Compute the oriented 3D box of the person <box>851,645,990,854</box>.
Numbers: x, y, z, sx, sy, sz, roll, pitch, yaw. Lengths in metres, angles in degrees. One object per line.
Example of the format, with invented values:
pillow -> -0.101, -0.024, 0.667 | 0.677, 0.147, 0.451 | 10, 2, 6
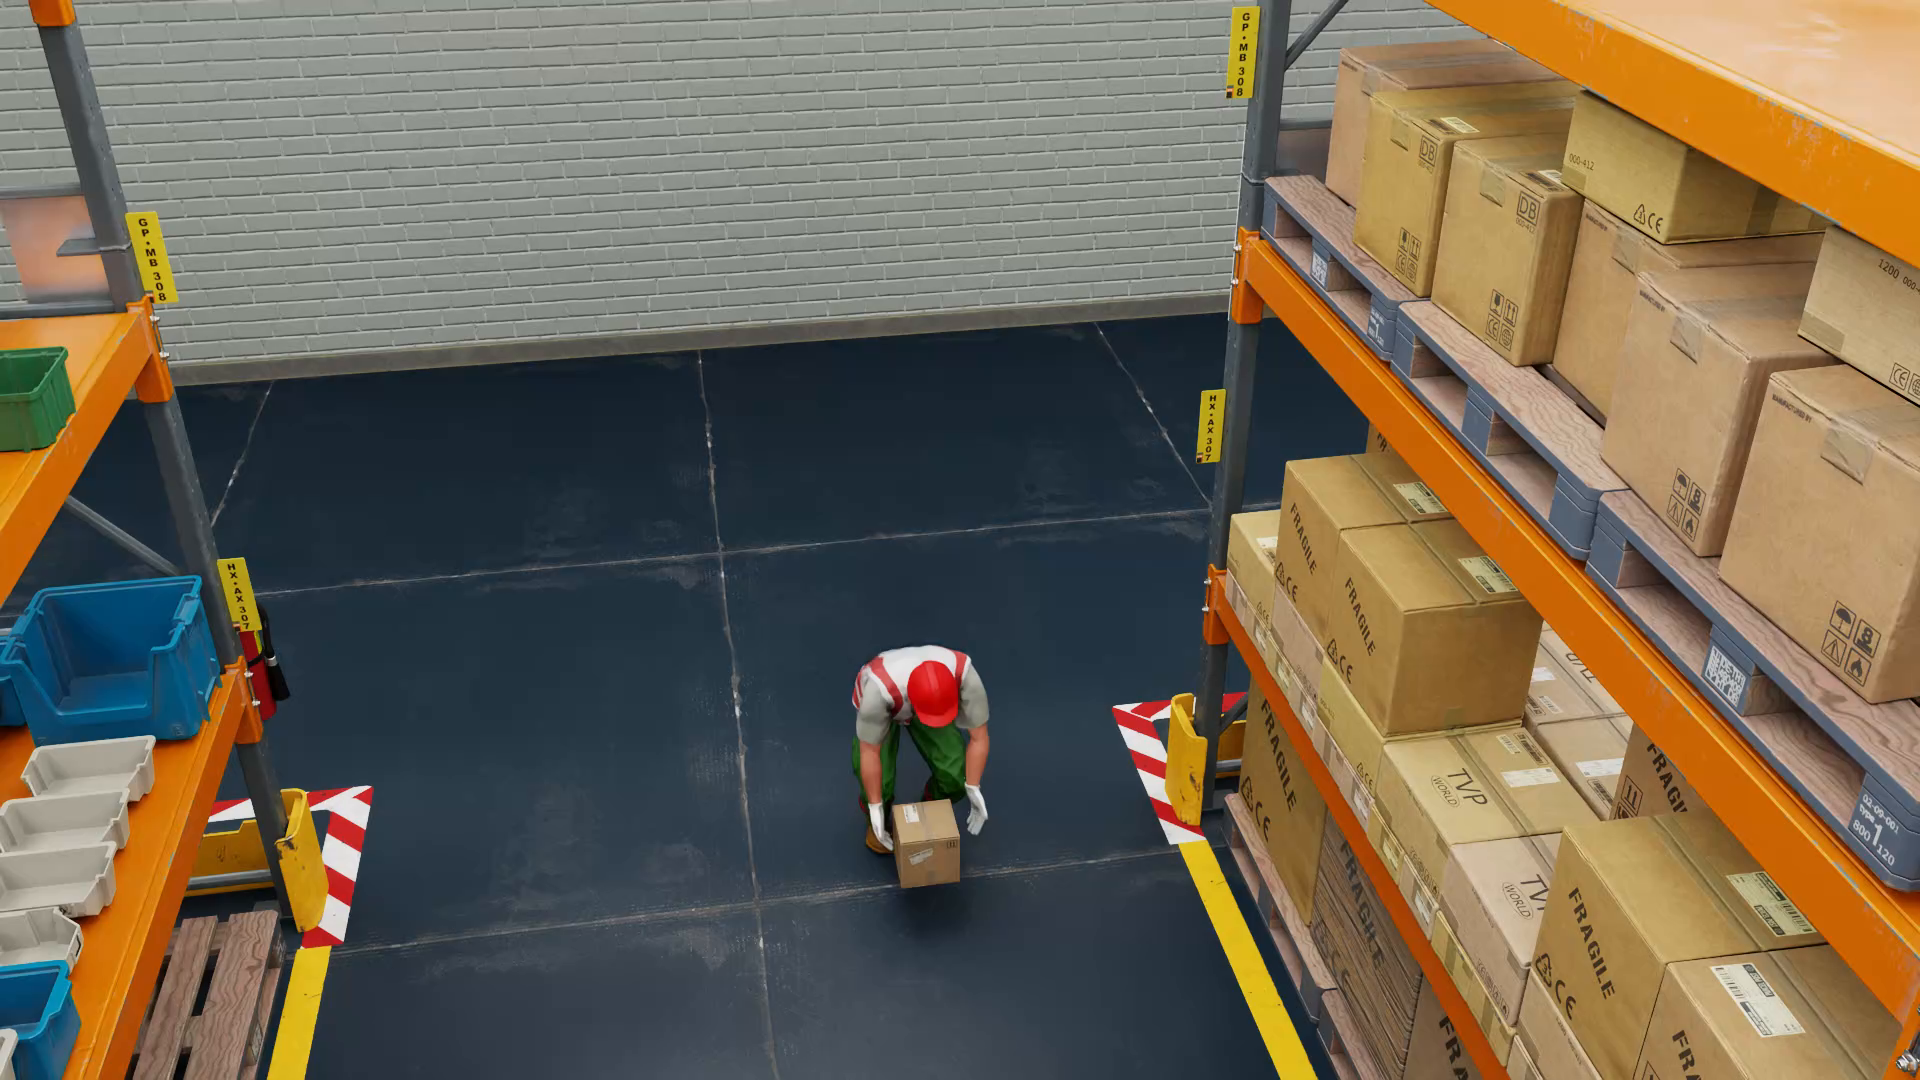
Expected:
person -> -0.181, 0.869, 7.233 | 0.586, 1.186, 0.833 | -5, 31, -9
